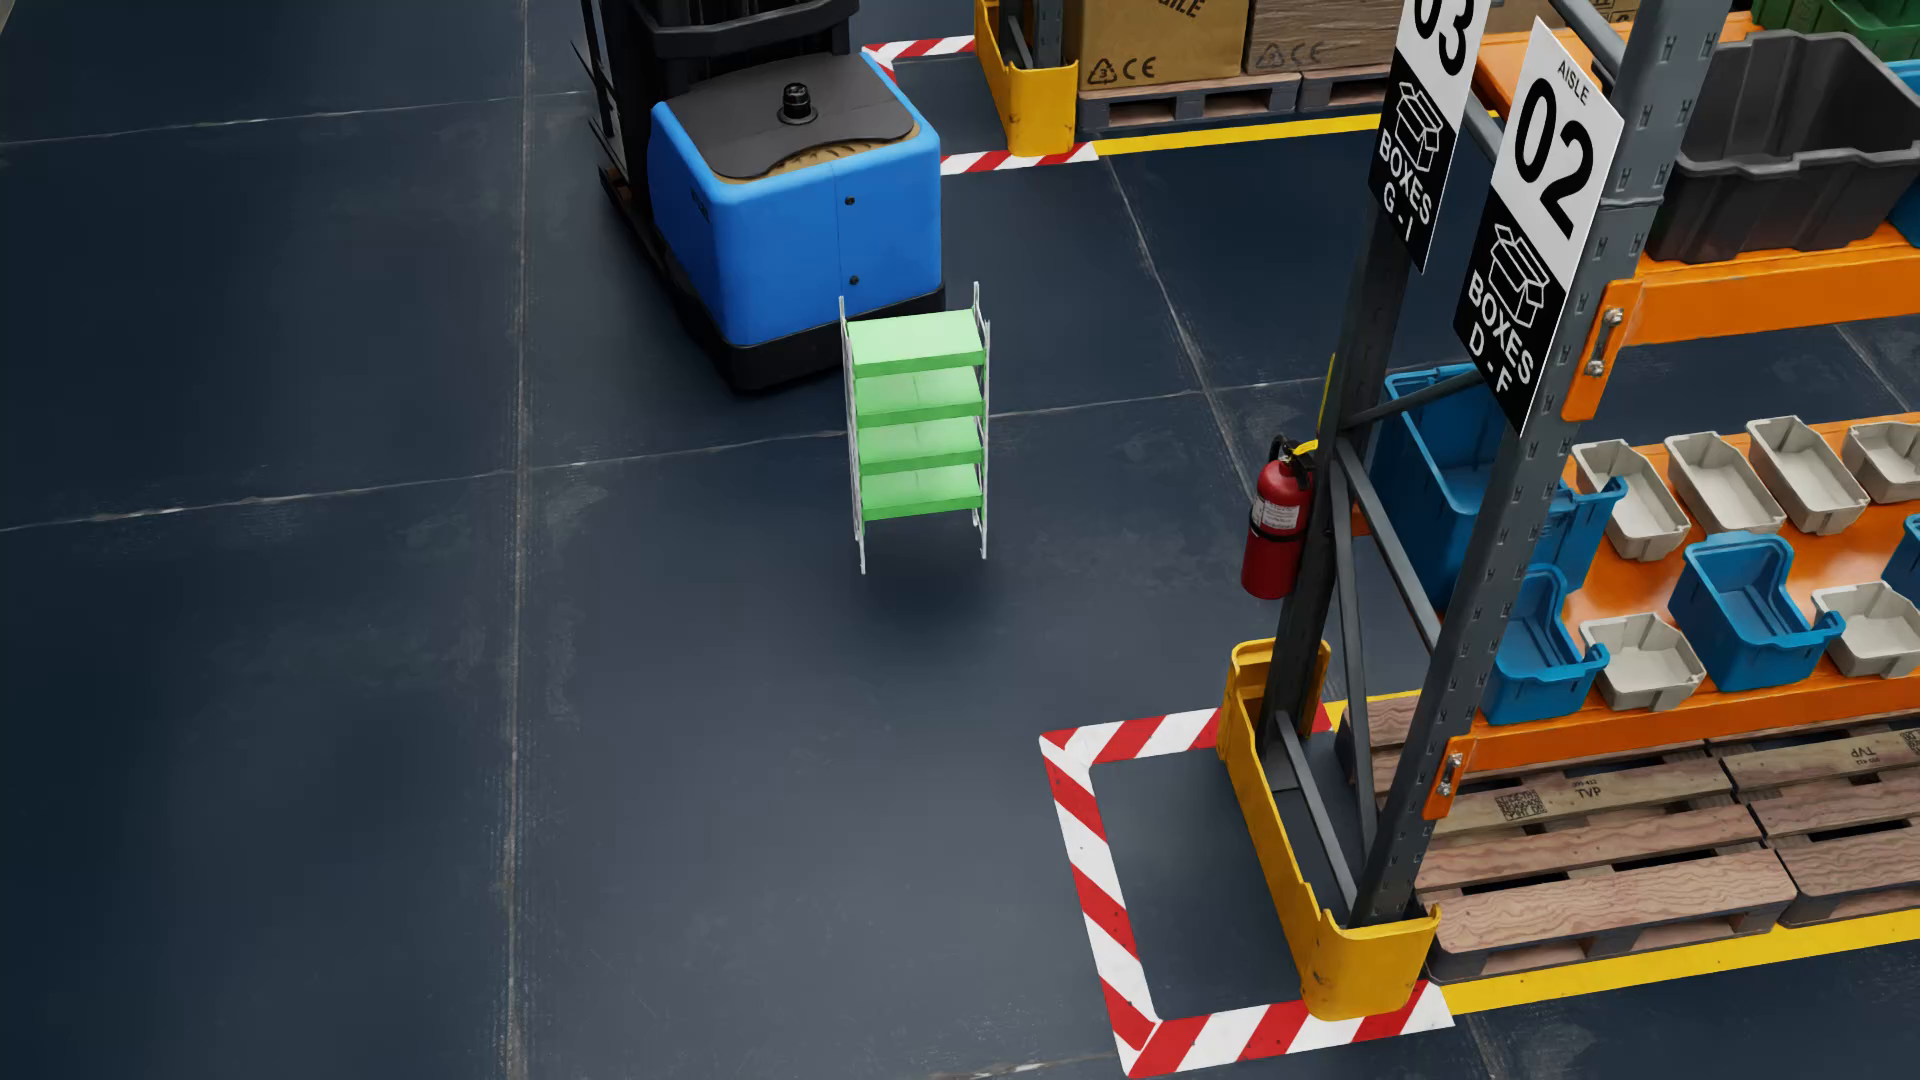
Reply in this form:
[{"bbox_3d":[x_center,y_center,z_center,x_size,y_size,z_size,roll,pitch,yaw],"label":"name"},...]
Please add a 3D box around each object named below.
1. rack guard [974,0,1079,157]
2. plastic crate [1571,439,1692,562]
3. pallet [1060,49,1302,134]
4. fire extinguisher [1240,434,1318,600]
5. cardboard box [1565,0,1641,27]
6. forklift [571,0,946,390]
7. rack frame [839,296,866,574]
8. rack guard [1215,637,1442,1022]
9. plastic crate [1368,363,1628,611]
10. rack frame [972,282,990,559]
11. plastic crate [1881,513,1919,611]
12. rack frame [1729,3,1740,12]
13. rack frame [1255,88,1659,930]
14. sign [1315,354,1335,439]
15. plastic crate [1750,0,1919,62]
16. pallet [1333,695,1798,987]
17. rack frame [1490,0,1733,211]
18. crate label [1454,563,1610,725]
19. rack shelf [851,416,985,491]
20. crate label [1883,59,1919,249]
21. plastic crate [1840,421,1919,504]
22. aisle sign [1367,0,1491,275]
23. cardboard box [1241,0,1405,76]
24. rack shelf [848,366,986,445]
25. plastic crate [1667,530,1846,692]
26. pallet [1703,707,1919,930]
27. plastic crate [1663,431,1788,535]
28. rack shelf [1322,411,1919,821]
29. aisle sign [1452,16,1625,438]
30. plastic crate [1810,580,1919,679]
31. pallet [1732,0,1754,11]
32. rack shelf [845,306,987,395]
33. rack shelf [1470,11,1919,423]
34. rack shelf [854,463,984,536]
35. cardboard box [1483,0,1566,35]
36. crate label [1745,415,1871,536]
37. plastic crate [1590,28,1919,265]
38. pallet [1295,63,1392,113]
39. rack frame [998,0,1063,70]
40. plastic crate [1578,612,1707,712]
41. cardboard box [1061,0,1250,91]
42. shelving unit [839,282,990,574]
[{"bbox_3d":[0.339,-2.597,8.905,0.348,0.500,1.175,-7,46,-7],"label":"rack guard"},{"bbox_3d":[1.980,-0.111,4.915,0.243,0.136,0.396,-7,46,-7],"label":"plastic crate"},{"bbox_3d":[1.137,-2.654,9.160,1.213,0.211,1.003,-7,46,-7],"label":"pallet"},{"bbox_3d":[0.981,-0.101,5.077,0.183,0.674,0.296,-7,46,-7],"label":"fire extinguisher"},{"bbox_3d":[3.640,-3.343,9.072,0.875,0.875,0.875,-7,46,-7],"label":"cardboard box"},{"bbox_3d":[-1.163,-2.742,7.357,1.130,2.935,3.031,-19,49,-18],"label":"forklift"},{"bbox_3d":[-0.404,-0.366,6.269,0.015,1.200,0.240,-7,46,-7],"label":"rack frame"},{"bbox_3d":[1.186,0.926,5.510,0.348,0.500,1.175,-7,46,-7],"label":"rack guard"},{"bbox_3d":[1.505,-0.160,4.755,0.499,0.435,0.616,-7,46,-7],"label":"plastic crate"},{"bbox_3d":[0.077,-0.426,6.327,0.015,1.200,0.240,-7,46,-7],"label":"rack frame"},{"bbox_3d":[2.804,0.126,4.620,0.300,0.233,0.416,-7,46,-7],"label":"plastic crate"},{"bbox_3d":[4.304,-3.959,8.481,0.127,3.000,1.000,-7,46,-7],"label":"rack frame"},{"bbox_3d":[1.207,0.047,4.622,0.127,3.000,1.000,-7,46,-7],"label":"rack frame"},{"bbox_3d":[1.097,-0.398,4.937,0.005,0.325,0.100,-7,46,-7],"label":"sign"},{"bbox_3d":[2.130,-1.244,3.930,0.336,0.188,0.450,-7,46,-7],"label":"plastic crate"},{"bbox_3d":[2.026,0.941,5.697,1.213,0.211,1.003,-7,46,-7],"label":"pallet"},{"bbox_3d":[1.207,-2.035,2.461,0.127,3.000,1.000,-7,46,-7],"label":"rack frame"},{"bbox_3d":[1.507,0.287,4.465,0.303,0.233,0.416,-7,46,-7],"label":"crate label"},{"bbox_3d":[-0.163,-0.352,6.344,0.480,0.148,0.258,-7,46,-7],"label":"rack shelf"},{"bbox_3d":[2.171,-0.826,3.483,0.502,0.251,0.408,-7,46,-7],"label":"crate label"},{"bbox_3d":[2.827,-0.237,5.037,0.250,0.136,0.298,-7,46,-7],"label":"plastic crate"},{"bbox_3d":[1.086,-1.054,3.877,0.004,0.787,0.394,-7,46,-7],"label":"aisle sign"},{"bbox_3d":[1.876,-3.123,8.860,0.875,0.875,0.875,-7,46,-7],"label":"cardboard box"},{"bbox_3d":[-0.163,-0.518,6.172,0.480,0.148,0.258,-7,46,-7],"label":"rack shelf"},{"bbox_3d":[2.155,0.207,4.543,0.300,0.233,0.416,-7,46,-7],"label":"plastic crate"},{"bbox_3d":[3.226,0.793,5.839,1.213,0.211,1.003,-7,46,-7],"label":"pallet"},{"bbox_3d":[2.268,-0.136,4.940,0.243,0.136,0.396,-7,46,-7],"label":"plastic crate"},{"bbox_3d":[3.178,0.051,5.118,4.000,0.370,1.077,-7,46,-7],"label":"rack shelf"},{"bbox_3d":[1.187,-0.635,3.474,0.004,0.787,0.394,-7,46,-7],"label":"aisle sign"},{"bbox_3d":[2.505,0.257,4.561,0.298,0.136,0.250,-7,46,-7],"label":"plastic crate"},{"bbox_3d":[5.051,-3.140,9.628,1.213,0.211,1.003,-7,46,-7],"label":"pallet"},{"bbox_3d":[-0.163,-0.685,5.999,0.480,0.148,0.258,-7,46,-7],"label":"rack shelf"},{"bbox_3d":[3.178,-0.990,4.037,4.000,0.370,1.077,-7,46,-7],"label":"rack shelf"},{"bbox_3d":[-0.163,-0.185,6.517,0.480,0.148,0.258,-7,46,-7],"label":"rack shelf"},{"bbox_3d":[2.753,-3.233,8.965,0.875,0.875,0.875,-7,46,-7],"label":"cardboard box"},{"bbox_3d":[2.538,-0.188,4.990,0.243,0.136,0.396,-7,46,-7],"label":"crate label"},{"bbox_3d":[1.634,-0.798,3.444,0.590,0.269,0.497,-7,46,-7],"label":"plastic crate"},{"bbox_3d":[2.337,-2.801,9.302,1.213,0.211,1.003,-7,46,-7],"label":"pallet"},{"bbox_3d":[0.363,-3.468,8.008,0.127,3.000,1.000,-7,46,-7],"label":"rack frame"},{"bbox_3d":[1.837,0.340,4.481,0.298,0.136,0.250,-7,46,-7],"label":"plastic crate"},{"bbox_3d":[0.980,-3.011,8.752,0.875,0.875,0.875,-7,46,-7],"label":"cardboard box"},{"bbox_3d":[-0.163,-0.396,6.298,0.503,1.200,0.258,-7,46,-7],"label":"shelving unit"}]
